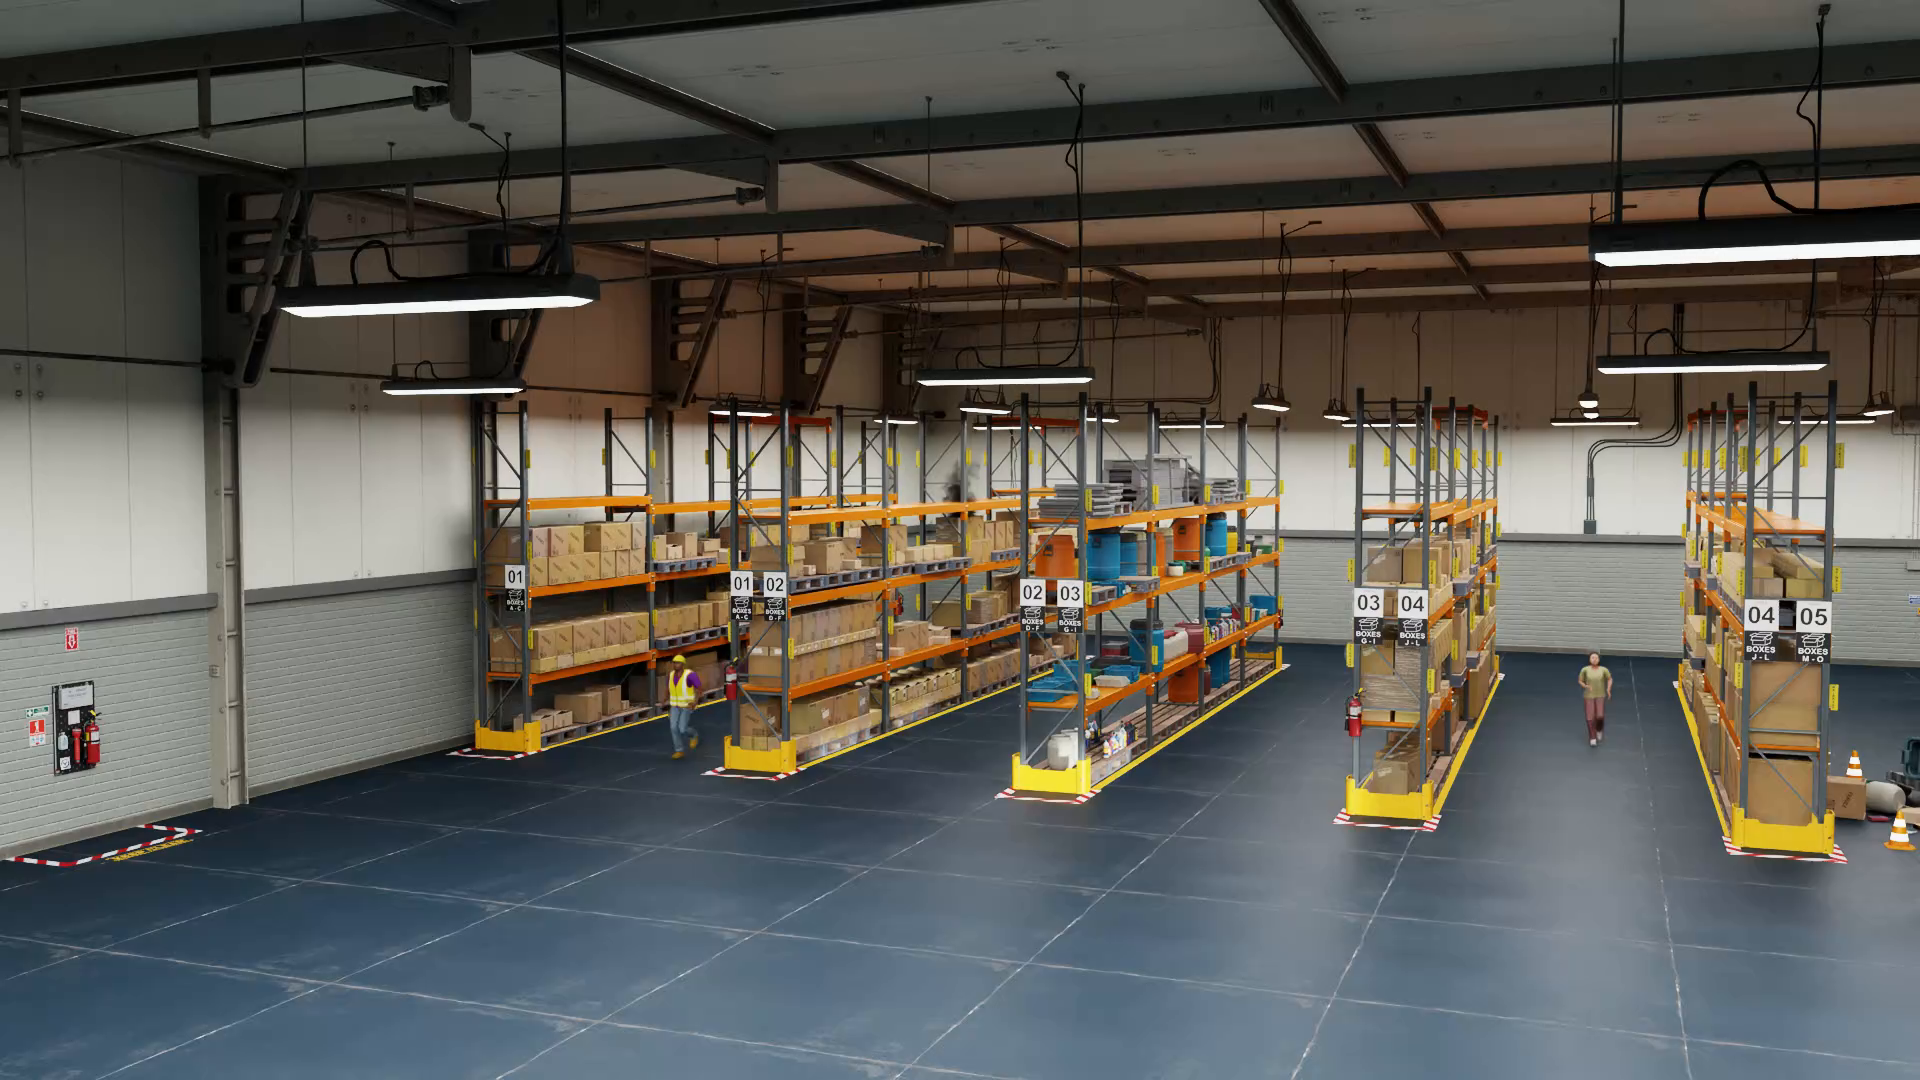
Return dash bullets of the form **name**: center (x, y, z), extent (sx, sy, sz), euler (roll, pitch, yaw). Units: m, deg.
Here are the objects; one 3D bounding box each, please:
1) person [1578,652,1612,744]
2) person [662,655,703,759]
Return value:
- **person**: center (11.089, 2.767, 29.040), extent (0.566, 1.633, 0.555), euler (1, 3, 21)
- **person**: center (-4.636, 2.775, 27.926), extent (0.715, 1.727, 0.650), euler (1, 3, 22)
